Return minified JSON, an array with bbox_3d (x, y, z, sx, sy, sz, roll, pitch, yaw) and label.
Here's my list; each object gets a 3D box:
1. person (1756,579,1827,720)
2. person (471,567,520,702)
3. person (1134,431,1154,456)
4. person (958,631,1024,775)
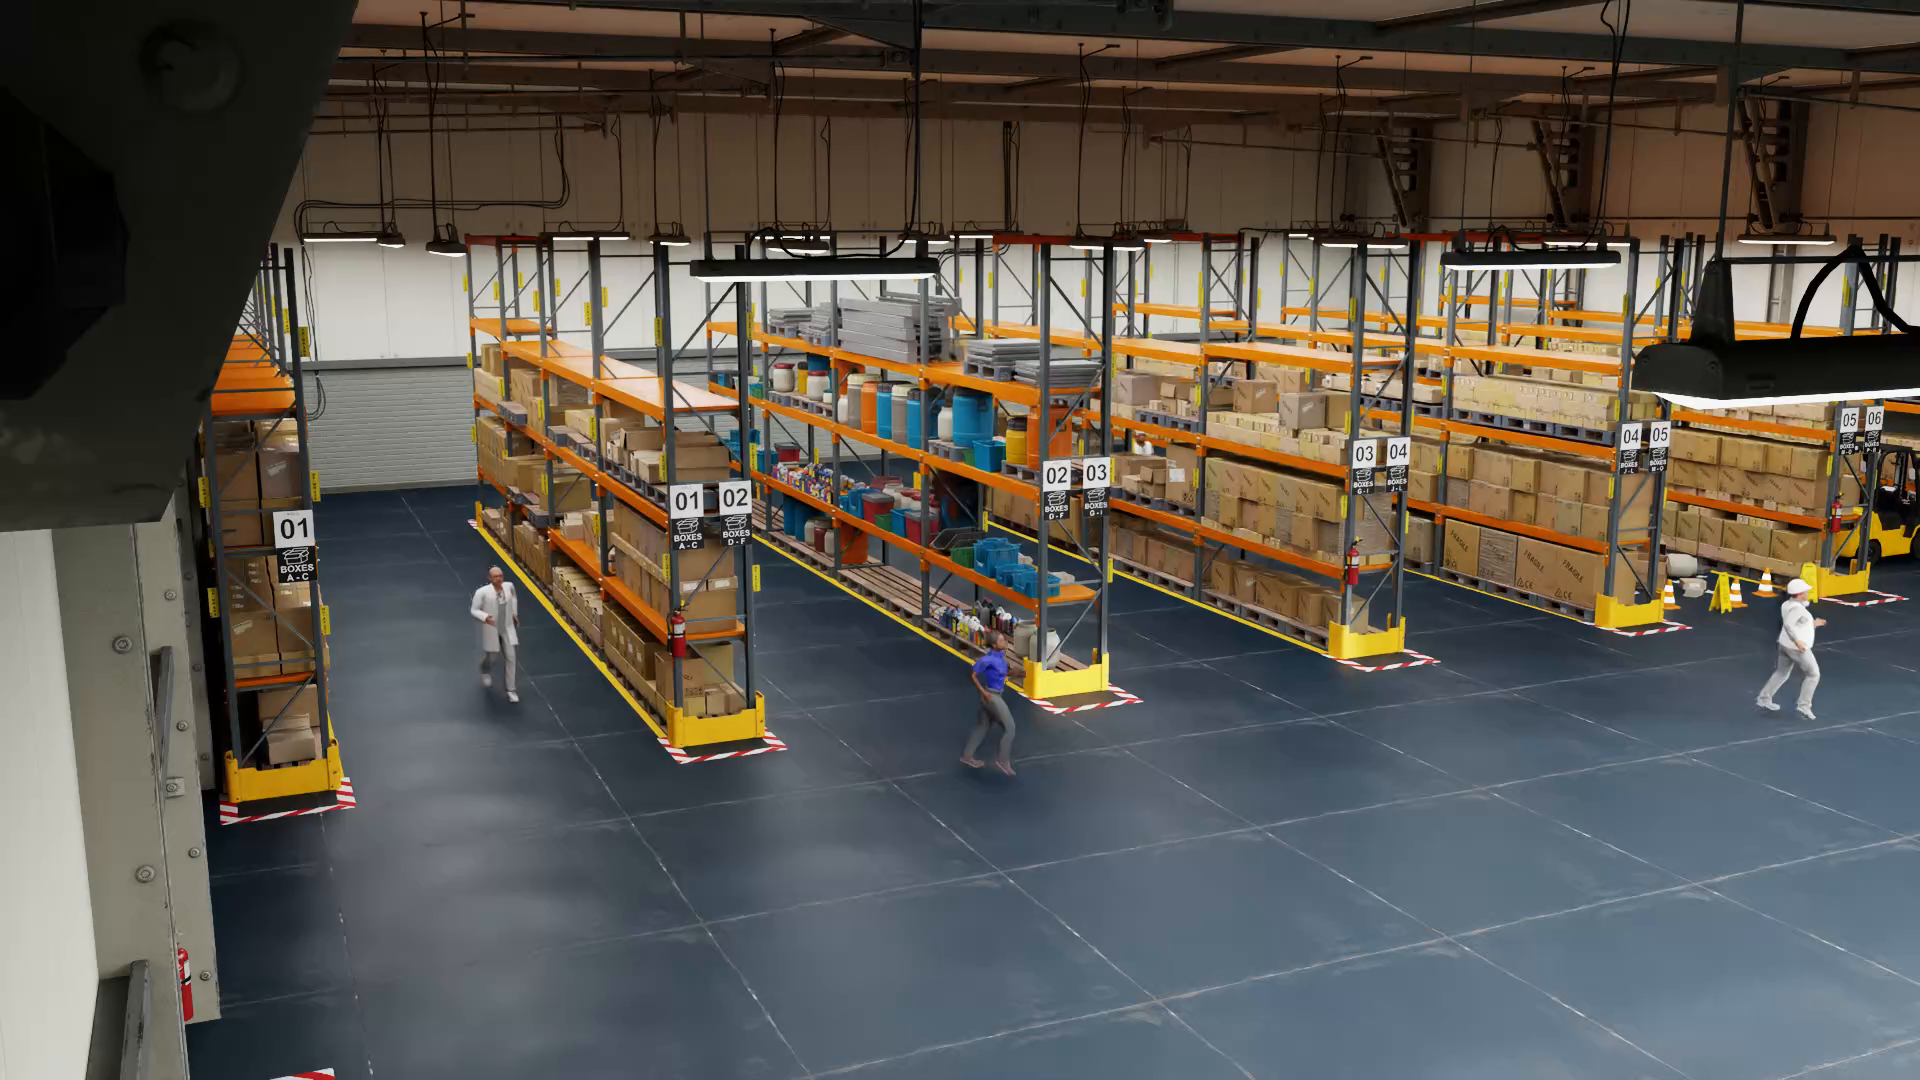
[{"bbox_3d":[10.670,1.400,21.268,0.767,1.833,0.625,0,11,1],"label":"person"},{"bbox_3d":[-6.174,1.215,22.179,0.690,1.771,0.983,-7,13,-33],"label":"person"},{"bbox_3d":[3.983,-1.564,36.647,0.676,1.748,0.576,-4,12,-18],"label":"person"},{"bbox_3d":[0.356,1.885,19.175,0.756,1.725,0.526,0,11,2],"label":"person"}]
